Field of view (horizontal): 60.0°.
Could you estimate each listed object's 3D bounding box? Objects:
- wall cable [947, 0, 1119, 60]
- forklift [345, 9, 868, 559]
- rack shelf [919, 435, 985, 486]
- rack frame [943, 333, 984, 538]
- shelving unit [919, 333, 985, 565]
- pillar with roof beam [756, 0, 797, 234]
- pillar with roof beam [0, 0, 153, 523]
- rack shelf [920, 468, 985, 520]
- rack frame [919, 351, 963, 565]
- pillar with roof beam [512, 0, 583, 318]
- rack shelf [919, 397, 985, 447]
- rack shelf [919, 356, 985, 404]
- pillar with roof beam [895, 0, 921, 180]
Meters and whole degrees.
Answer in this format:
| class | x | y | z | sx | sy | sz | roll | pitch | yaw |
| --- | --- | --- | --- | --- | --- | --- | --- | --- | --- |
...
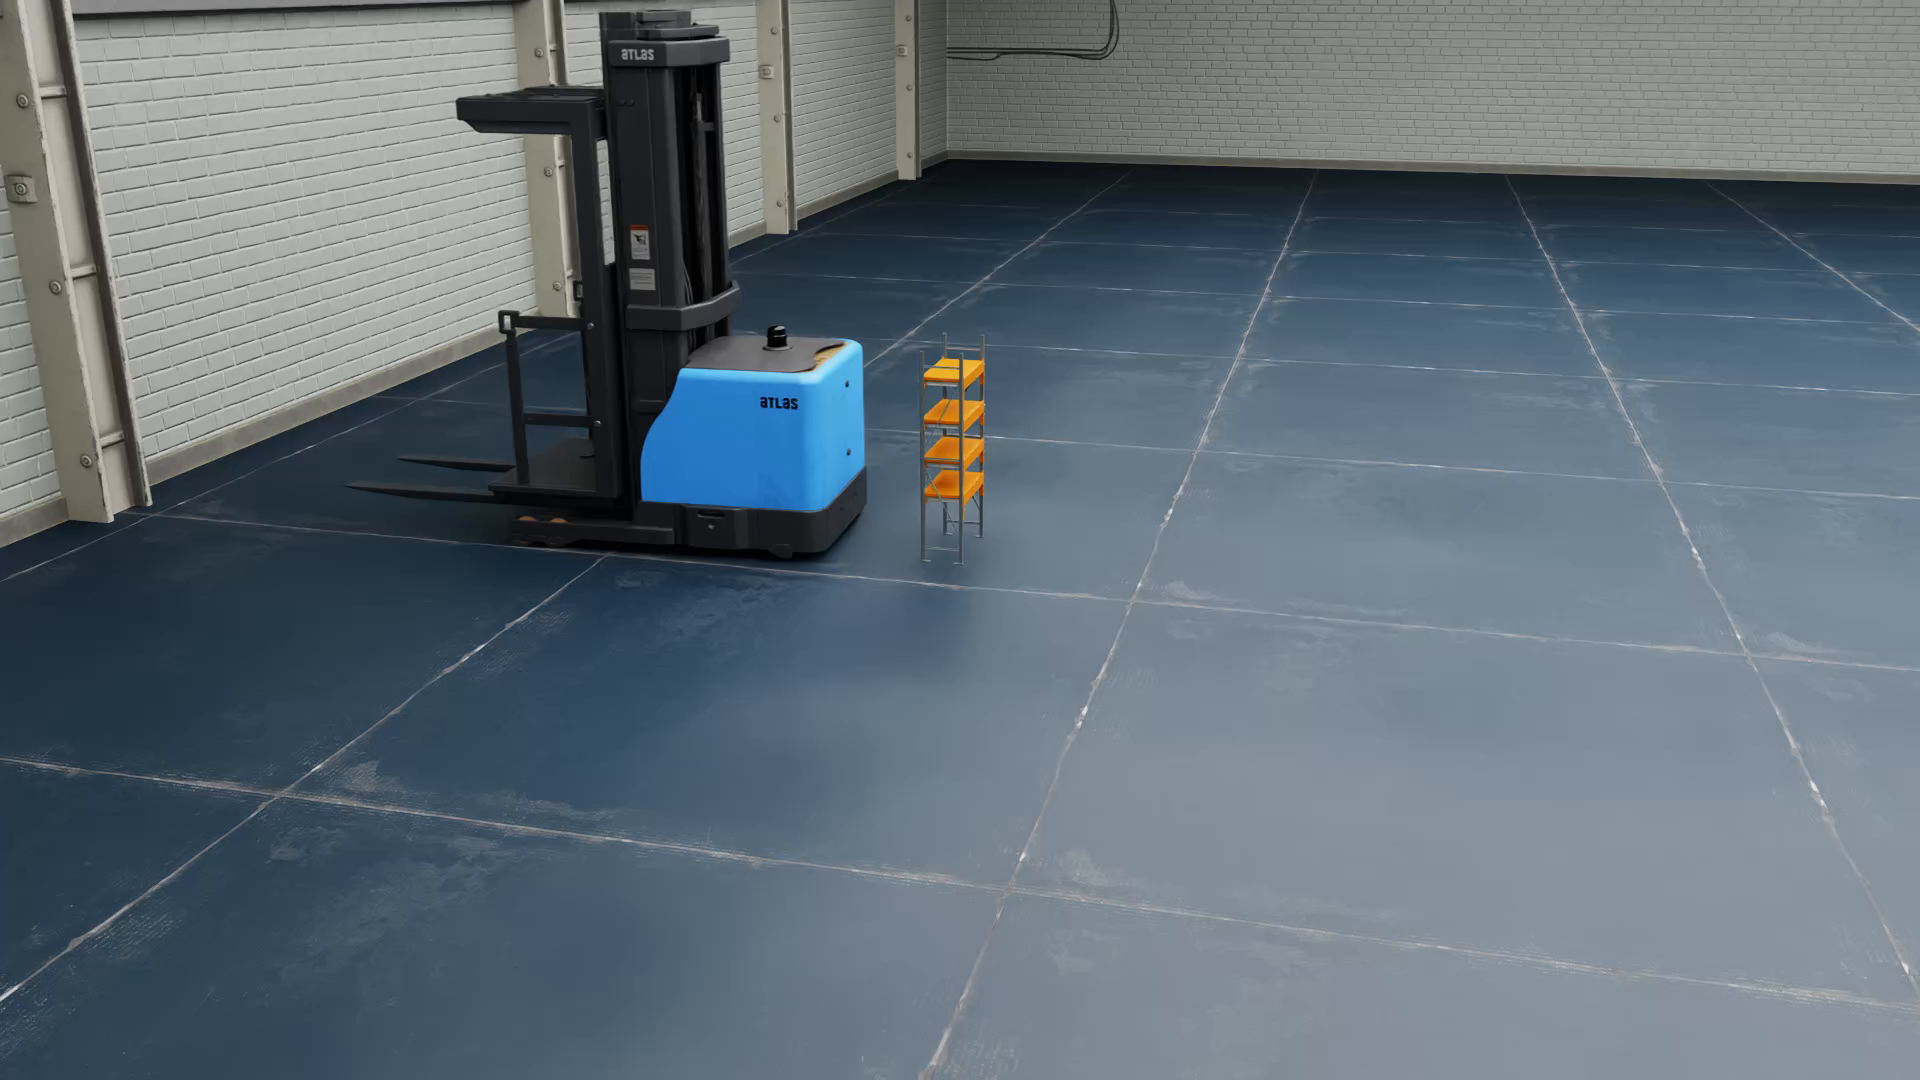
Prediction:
| class | x | y | z | sx | sy | sz | roll | pitch | yaw |
| --- | --- | --- | --- | --- | --- | --- | --- | --- | --- |
| wall cable | 1.183 | -9.426 | 28.165 | 3.097 | 2.526 | 0.112 | 5 | 19 | 13 |
| forklift | -2.133 | -1.505 | 9.560 | 3.031 | 2.935 | 1.130 | 4 | 19 | 11 |
| rack shelf | -0.040 | -0.452 | 9.363 | 0.258 | 0.148 | 0.480 | 5 | 19 | 13 |
| rack frame | 0.019 | -0.592 | 9.566 | 0.240 | 1.200 | 0.015 | 5 | 19 | 13 |
| shelving unit | -0.040 | -0.516 | 9.342 | 0.258 | 1.200 | 0.503 | 5 | 19 | 13 |
| pillar with roof beam | 1.889 | -7.856 | 18.764 | 9.100 | 9.000 | 0.400 | 5 | 19 | 13 |
| pillar with roof beam | -1.042 | -4.094 | 7.753 | 9.100 | 9.000 | 0.400 | 5 | 19 | 13 |
| rack shelf | -0.040 | -0.264 | 9.428 | 0.258 | 0.148 | 0.480 | 5 | 19 | 13 |
| rack frame | -0.100 | -0.439 | 9.118 | 0.240 | 1.200 | 0.015 | 5 | 19 | 13 |
| pillar with roof beam | 0.424 | -5.975 | 13.259 | 9.100 | 9.000 | 0.400 | 5 | 19 | 13 |
| rack shelf | -0.040 | -0.664 | 9.291 | 0.258 | 0.148 | 0.480 | 5 | 19 | 13 |
| rack shelf | -0.040 | -0.888 | 9.215 | 0.258 | 0.148 | 0.480 | 5 | 19 | 13 |
| pillar with roof beam | 3.355 | -9.736 | 24.270 | 9.100 | 9.000 | 0.400 | 5 | 19 | 13 |
